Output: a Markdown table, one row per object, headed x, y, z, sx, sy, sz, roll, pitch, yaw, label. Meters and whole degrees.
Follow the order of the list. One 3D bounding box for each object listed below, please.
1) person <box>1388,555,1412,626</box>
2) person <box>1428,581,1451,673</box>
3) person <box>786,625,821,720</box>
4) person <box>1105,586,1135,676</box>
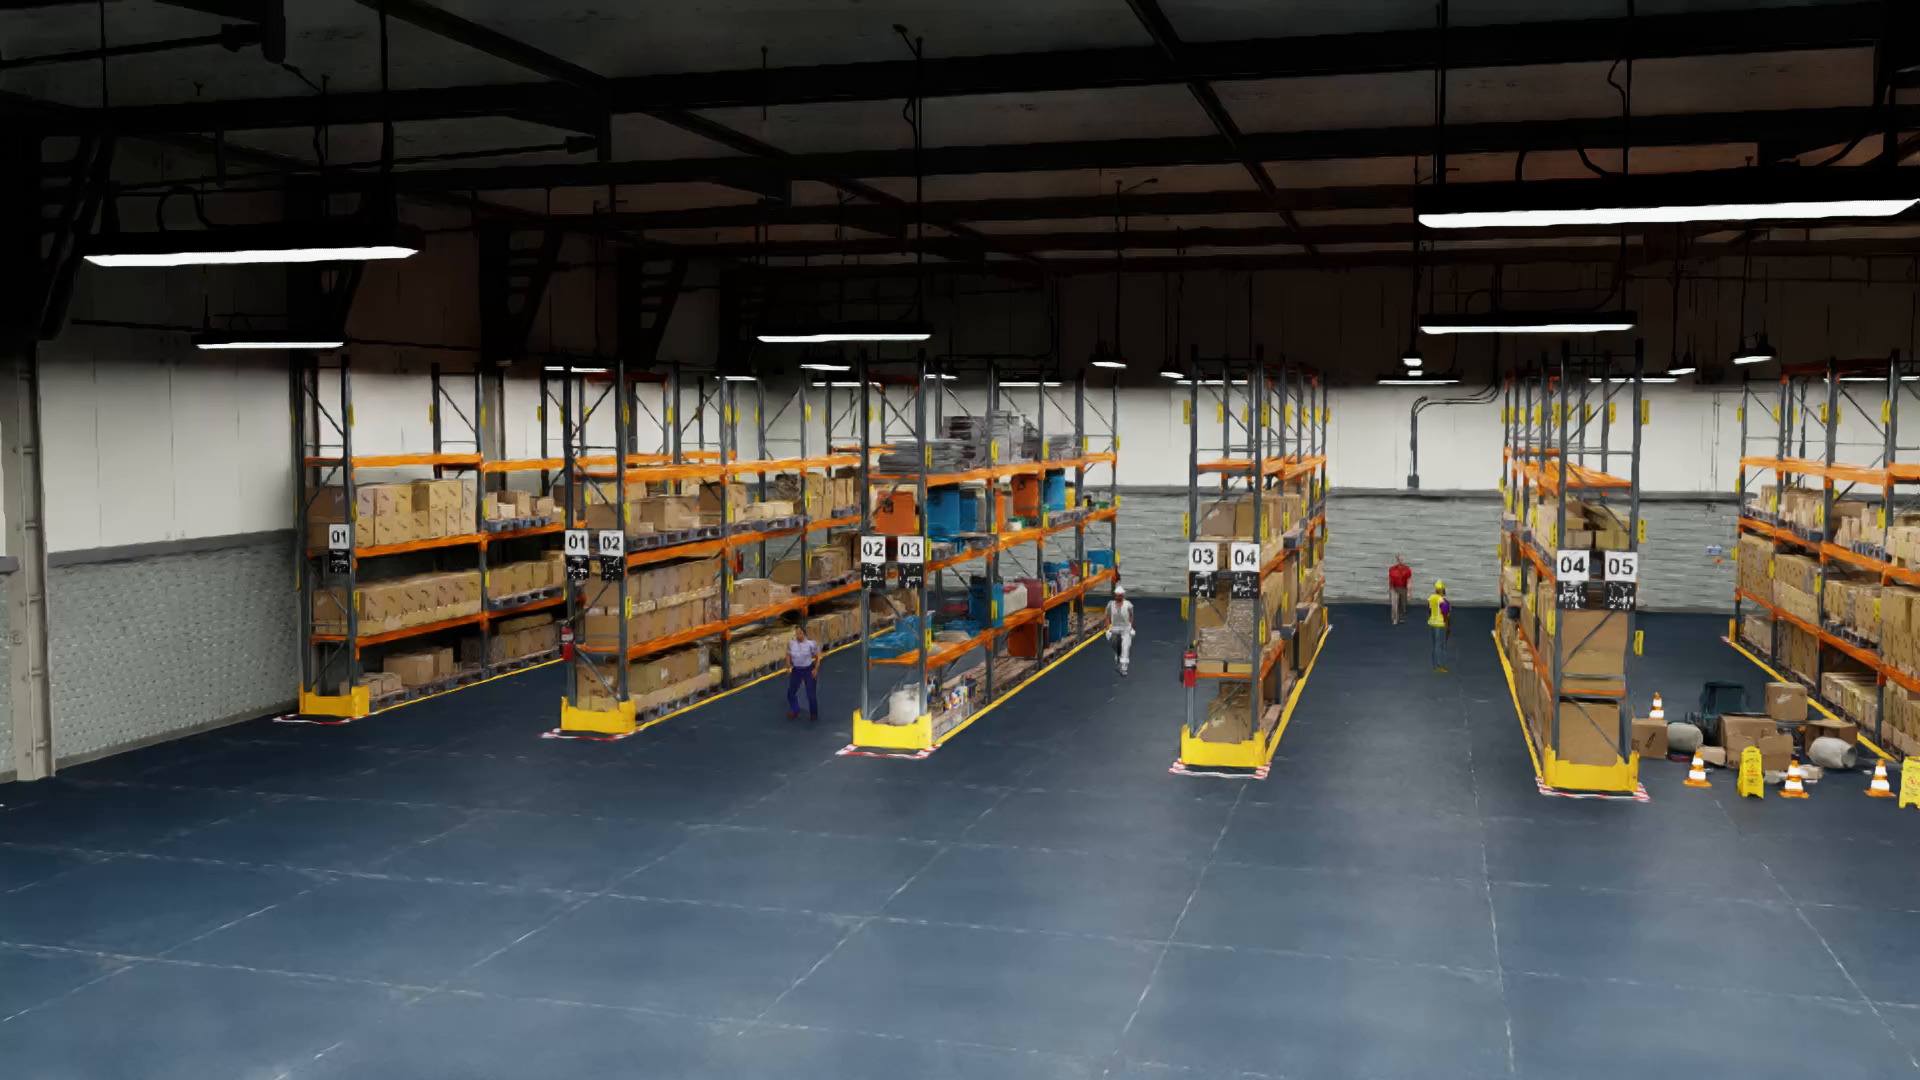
| x | y | z | sx | sy | sz | roll | pitch | yaw | label |
| --- | --- | --- | --- | --- | --- | --- | --- | --- | --- |
| 10.492 | 1.191 | 39.640 | 0.554 | 1.669 | 1.040 | 1 | 4 | 15 | person |
| 9.361 | 1.683 | 32.334 | 0.452 | 1.759 | 0.632 | -1 | 4 | -15 | person |
| -2.573 | 2.166 | 27.320 | 0.625 | 1.596 | 0.517 | 1 | 4 | 14 | person |
| 3.068 | 1.724 | 31.985 | 0.557 | 1.691 | 1.116 | 1 | 4 | 13 | person |
